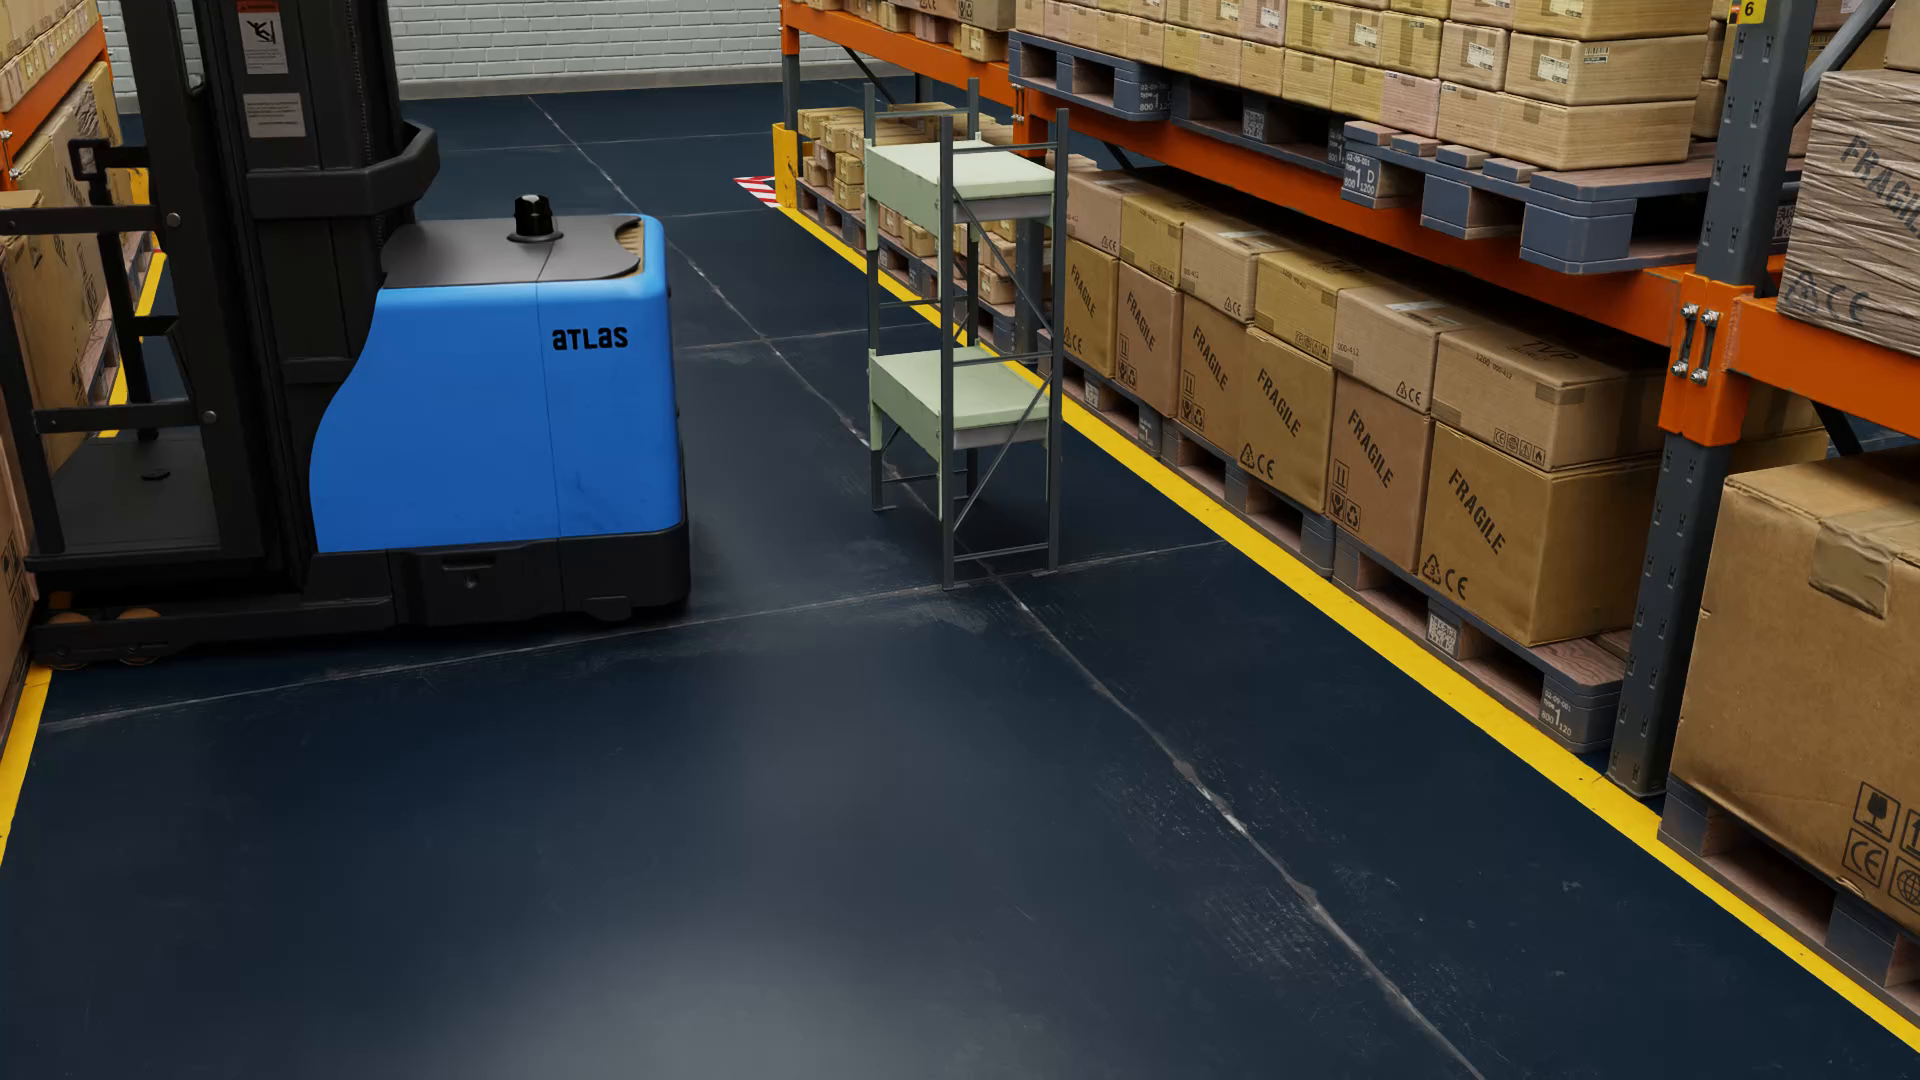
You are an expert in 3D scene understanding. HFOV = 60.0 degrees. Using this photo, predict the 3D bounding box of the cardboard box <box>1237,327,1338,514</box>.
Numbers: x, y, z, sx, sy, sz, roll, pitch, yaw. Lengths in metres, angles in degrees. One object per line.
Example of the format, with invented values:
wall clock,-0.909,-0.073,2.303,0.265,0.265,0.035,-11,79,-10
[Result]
cardboard box,1.294,-0.438,5.604,0.500,0.500,0.500,-9,25,-21

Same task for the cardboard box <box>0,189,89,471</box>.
cardboard box,-3.691,-0.608,5.525,1.225,0.875,0.875,-8,24,-19

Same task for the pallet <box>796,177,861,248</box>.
pallet,-0.392,-2.108,10.479,1.003,0.211,1.213,-8,24,-19

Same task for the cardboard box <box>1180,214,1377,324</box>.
cardboard box,1.120,-0.970,5.903,0.500,0.250,0.500,-7,24,-17

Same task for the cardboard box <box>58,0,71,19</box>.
cardboard box,-4.571,-2.636,7.951,0.500,0.250,0.500,-9,25,-21

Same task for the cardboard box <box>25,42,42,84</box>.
cardboard box,-4.010,-1.947,6.831,0.380,0.149,0.250,-9,24,-20

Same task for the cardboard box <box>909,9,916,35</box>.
cardboard box,-0.043,-2.698,8.613,0.380,0.149,0.250,-9,24,-20

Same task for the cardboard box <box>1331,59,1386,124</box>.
cardboard box,1.287,-1.283,4.714,0.380,0.149,0.250,-9,24,-20

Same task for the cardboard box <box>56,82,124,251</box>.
cardboard box,-4.726,-1.739,8.208,0.875,0.875,0.875,-8,24,-19

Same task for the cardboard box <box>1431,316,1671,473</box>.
cardboard box,1.666,-0.413,4.581,0.500,0.250,0.500,-9,24,-20

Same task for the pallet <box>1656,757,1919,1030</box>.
pallet,2.361,0.768,3.656,1.003,0.211,1.213,-8,24,-19

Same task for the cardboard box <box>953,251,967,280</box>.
cardboard box,0.115,-1.436,8.424,0.380,0.149,0.250,-9,25,-21

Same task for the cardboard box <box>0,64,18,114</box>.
cardboard box,-3.729,-1.661,6.151,0.380,0.149,0.250,-8,24,-19

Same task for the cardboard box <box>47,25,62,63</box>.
cardboard box,-4.281,-2.227,7.495,0.380,0.149,0.250,-9,25,-21

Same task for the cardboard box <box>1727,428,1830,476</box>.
cardboard box,2.142,-0.147,4.915,0.500,0.500,0.500,-9,25,-21

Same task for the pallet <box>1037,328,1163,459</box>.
pallet,1.016,-0.699,7.138,1.003,0.211,1.213,-8,24,-19

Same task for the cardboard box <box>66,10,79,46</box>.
cardboard box,-4.553,-2.506,8.156,0.380,0.149,0.250,-9,24,-20

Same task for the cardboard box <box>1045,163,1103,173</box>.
cardboard box,0.521,-1.860,8.664,0.380,0.149,0.250,-9,24,-20

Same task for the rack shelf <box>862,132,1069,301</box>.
rack shelf,0.002,-1.048,5.301,0.431,0.370,0.720,-8,24,-19

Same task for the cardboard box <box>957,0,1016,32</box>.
cardboard box,0.305,-2.587,7.514,0.500,0.500,0.500,-8,24,-19

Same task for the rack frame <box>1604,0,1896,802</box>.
rack frame,2.153,-0.814,3.818,1.000,3.000,0.127,-8,24,-19

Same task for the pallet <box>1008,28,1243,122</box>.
pallet,0.874,-1.881,6.598,1.003,0.211,1.213,-8,24,-19

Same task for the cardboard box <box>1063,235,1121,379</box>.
cardboard box,0.753,-1.004,6.947,0.500,0.500,0.500,-7,24,-17

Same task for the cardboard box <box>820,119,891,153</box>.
cardboard box,-0.627,-2.445,10.052,0.380,0.149,0.250,-8,24,-19

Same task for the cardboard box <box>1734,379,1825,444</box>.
cardboard box,2.136,-0.485,4.750,0.500,0.250,0.500,-9,25,-21

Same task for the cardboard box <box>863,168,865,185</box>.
cardboard box,-0.343,-2.136,9.703,0.380,0.149,0.250,-10,25,-22

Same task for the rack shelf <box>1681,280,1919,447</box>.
rack shelf,2.860,0.245,2.234,1.077,0.370,4.000,-8,24,-19

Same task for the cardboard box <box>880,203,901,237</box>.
cardboard box,-0.228,-1.806,9.302,0.380,0.149,0.250,-8,24,-19

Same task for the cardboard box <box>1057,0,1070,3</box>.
cardboard box,0.542,-2.182,6.464,0.380,0.149,0.250,-9,24,-20

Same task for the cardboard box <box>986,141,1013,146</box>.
cardboard box,0.284,-2.146,9.343,0.380,0.149,0.250,-8,24,-19

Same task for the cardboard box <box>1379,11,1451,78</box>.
cardboard box,1.361,-1.337,4.461,0.380,0.149,0.250,-8,24,-18

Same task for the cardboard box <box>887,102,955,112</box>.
cardboard box,-0.249,-2.717,10.698,0.380,0.149,0.250,-8,24,-18

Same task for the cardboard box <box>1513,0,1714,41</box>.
cardboard box,1.551,-1.281,3.943,0.380,0.149,0.250,-9,25,-21

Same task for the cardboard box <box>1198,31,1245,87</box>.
cardboard box,1.001,-1.573,5.402,0.380,0.149,0.250,-10,25,-21

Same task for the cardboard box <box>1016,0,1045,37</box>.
cardboard box,0.449,-2.139,6.745,0.380,0.149,0.250,-10,25,-22

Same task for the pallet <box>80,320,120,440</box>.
pallet,-4.131,-0.625,6.962,1.003,0.211,1.213,-8,24,-19

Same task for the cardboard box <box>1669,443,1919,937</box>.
cardboard box,2.284,0.263,3.619,1.050,0.750,0.750,-9,24,-20

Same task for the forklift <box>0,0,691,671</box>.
forklift,-2.406,-1.190,4.801,3.031,2.935,1.130,-4,23,-9

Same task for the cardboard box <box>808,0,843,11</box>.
cardboard box,-0.692,-3.250,9.923,0.380,0.149,0.250,-9,24,-20

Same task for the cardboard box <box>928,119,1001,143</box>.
cardboard box,0.029,-2.438,10.037,0.380,0.149,0.250,-9,25,-21

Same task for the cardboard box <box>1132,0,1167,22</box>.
cardboard box,0.824,-1.896,5.786,0.380,0.149,0.250,-7,24,-17

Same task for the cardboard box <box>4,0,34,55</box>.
cardboard box,-4.028,-2.079,6.631,0.500,0.250,0.500,-8,24,-19

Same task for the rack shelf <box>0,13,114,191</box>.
rack shelf,-4.642,-2.018,7.603,1.077,0.370,4.000,-8,24,-19

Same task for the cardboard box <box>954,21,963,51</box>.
cardboard box,0.189,-2.407,7.922,0.380,0.149,0.250,-7,24,-17

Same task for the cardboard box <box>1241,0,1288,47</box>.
cardboard box,1.095,-1.614,5.117,0.380,0.149,0.250,-8,24,-18

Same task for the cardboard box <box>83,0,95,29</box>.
cardboard box,-4.822,-2.782,8.813,0.380,0.149,0.250,-8,24,-18

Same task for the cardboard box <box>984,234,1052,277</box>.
cardboard box,0.331,-1.355,7.849,0.380,0.149,0.250,-8,24,-18

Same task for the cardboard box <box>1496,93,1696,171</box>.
cardboard box,1.549,-1.008,4.061,0.380,0.149,0.250,-8,24,-18

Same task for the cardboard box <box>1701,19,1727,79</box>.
cardboard box,2.072,-1.330,4.443,0.380,0.149,0.250,-7,24,-16

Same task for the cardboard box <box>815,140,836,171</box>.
cardboard box,-0.684,-2.404,10.340,0.380,0.149,0.250,-8,24,-19

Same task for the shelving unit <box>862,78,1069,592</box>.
shelving unit,0.002,-0.689,5.453,0.431,1.500,0.755,-8,24,-19

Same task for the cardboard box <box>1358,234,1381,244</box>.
cardboard box,1.609,-1.040,6.067,0.500,0.250,0.500,-9,25,-21

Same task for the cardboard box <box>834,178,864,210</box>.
cardboard box,-0.536,-2.085,9.964,0.380,0.149,0.250,-8,24,-18

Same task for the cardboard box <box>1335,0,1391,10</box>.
cardboard box,1.274,-1.564,4.615,0.380,0.149,0.250,-8,24,-17

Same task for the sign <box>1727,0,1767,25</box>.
sign,1.649,-1.233,3.424,0.100,0.325,0.005,-8,24,-19

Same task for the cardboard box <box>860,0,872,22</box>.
cardboard box,-0.338,-2.979,9.280,0.380,0.149,0.250,-9,24,-20

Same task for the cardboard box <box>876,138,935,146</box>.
cardboard box,-0.322,-2.162,9.381,0.380,0.149,0.250,-8,24,-18

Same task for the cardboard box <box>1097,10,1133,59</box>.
cardboard box,0.725,-1.856,6.074,0.380,0.149,0.250,-8,24,-18
